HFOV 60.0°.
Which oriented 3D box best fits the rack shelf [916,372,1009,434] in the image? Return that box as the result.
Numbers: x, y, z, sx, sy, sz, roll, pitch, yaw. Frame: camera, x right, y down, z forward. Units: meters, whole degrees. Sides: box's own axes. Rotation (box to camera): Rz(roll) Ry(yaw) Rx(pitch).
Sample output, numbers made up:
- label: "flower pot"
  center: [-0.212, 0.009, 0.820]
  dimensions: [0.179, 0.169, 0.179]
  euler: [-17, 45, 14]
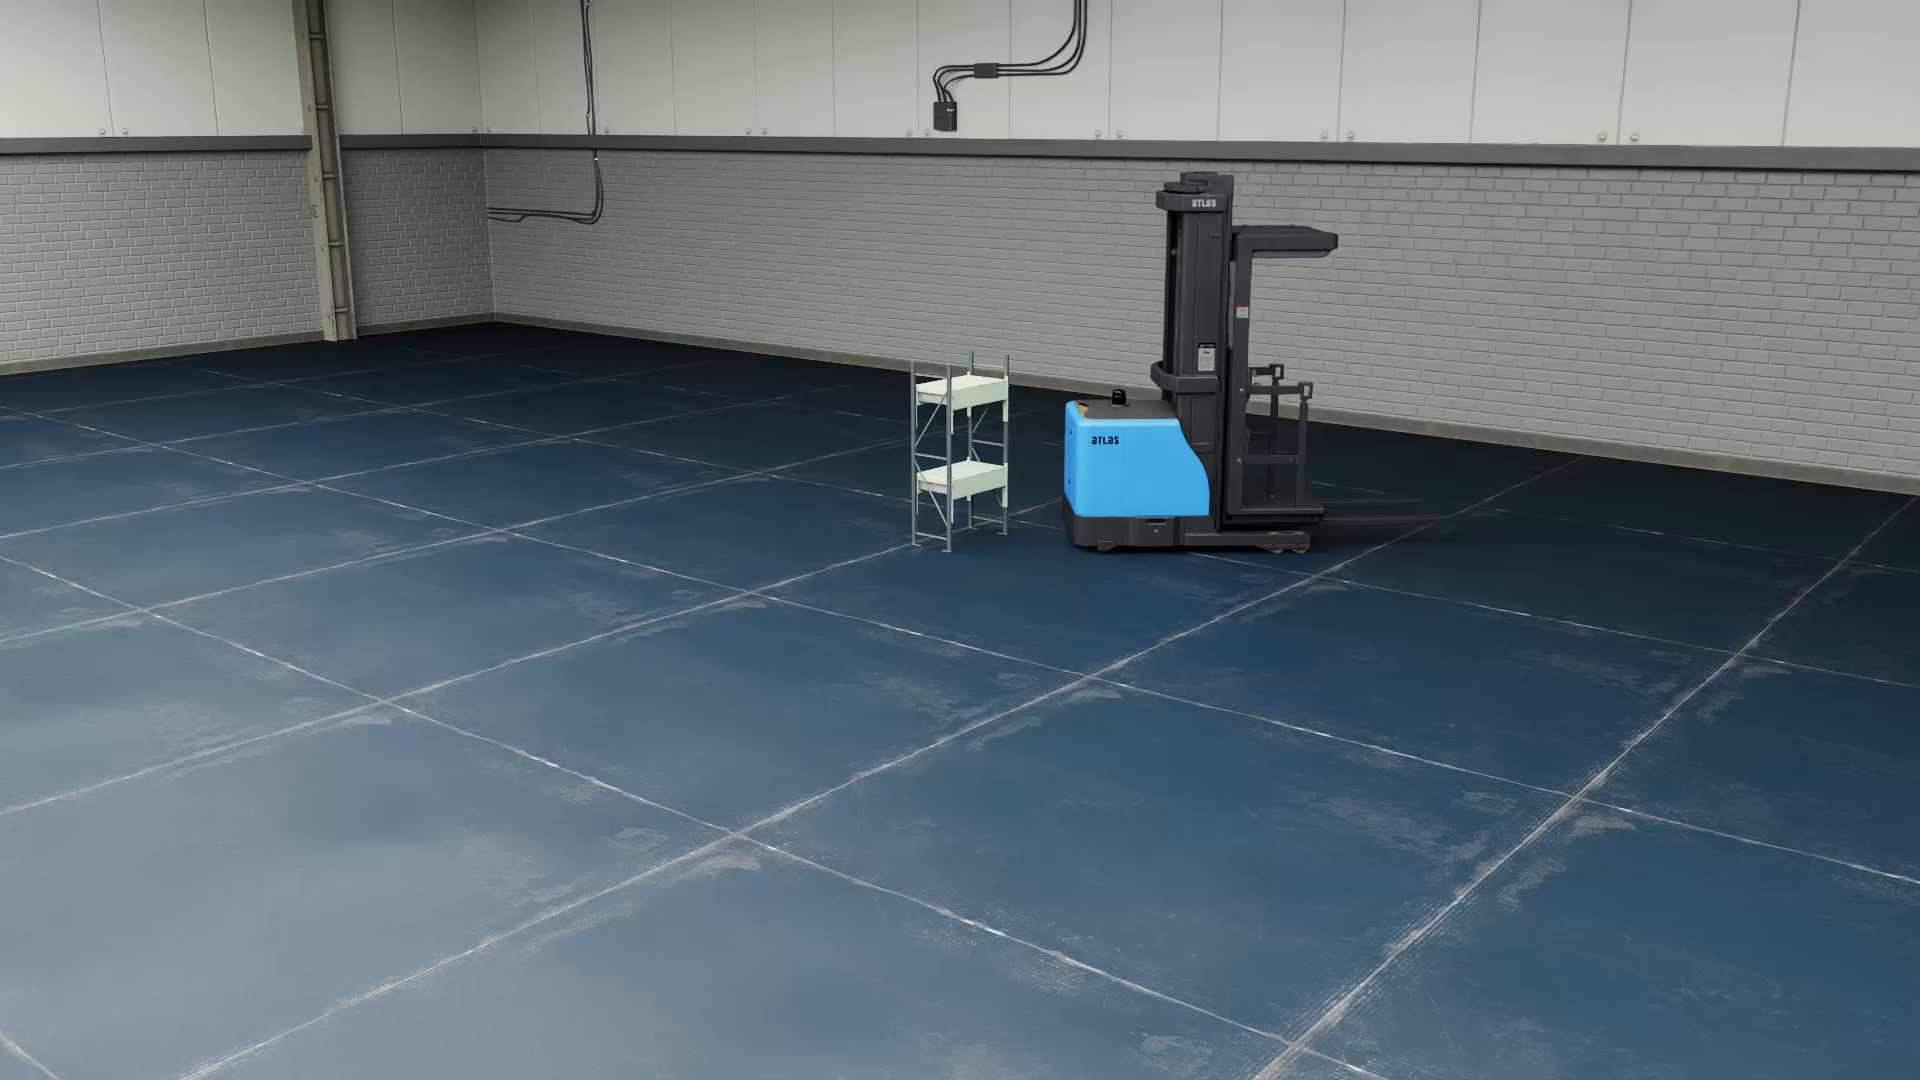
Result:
- label: "rack shelf"
  center: [0.004, -1.106, 13.347]
  dimensions: [0.431, 0.370, 0.720]
  euler: [11, 18, 38]

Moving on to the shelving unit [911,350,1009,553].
- label: "shelving unit"
  center: [0.004, -0.728, 13.443]
  dimensions: [0.431, 1.500, 0.755]
  euler: [11, 18, 38]

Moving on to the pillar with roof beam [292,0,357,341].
- label: "pillar with roof beam"
  center: [-6.329, -6.833, 22.244]
  dimensions: [9.100, 9.000, 0.400]
  euler: [11, 18, 38]

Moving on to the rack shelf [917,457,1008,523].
- label: "rack shelf"
  center: [0.004, -0.412, 13.524]
  dimensions: [0.431, 0.370, 0.720]
  euler: [11, 18, 38]

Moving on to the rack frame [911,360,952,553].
- label: "rack frame"
  center: [-0.226, -0.658, 13.167]
  dimensions: [0.400, 1.500, 0.023]
  euler: [11, 18, 38]

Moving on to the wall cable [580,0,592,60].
- label: "wall cable"
  center: [-4.693, -8.383, 24.395]
  dimensions: [3.097, 2.526, 0.112]
  euler: [11, 18, 38]

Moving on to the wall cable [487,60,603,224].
- label: "wall cable"
  center: [-6.797, -6.354, 26.664]
  dimensions: [3.097, 2.526, 0.112]
  euler: [11, 18, 38]

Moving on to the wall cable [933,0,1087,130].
- label: "wall cable"
  center: [0.577, -8.035, 20.068]
  dimensions: [2.305, 6.003, 0.169]
  euler: [11, 18, 38]

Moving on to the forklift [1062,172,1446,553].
- label: "forklift"
  center: [2.395, -1.444, 13.356]
  dimensions: [3.031, 2.935, 1.130]
  euler: [-1, 14, -2]

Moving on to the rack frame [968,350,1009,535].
- label: "rack frame"
  center: [0.234, -0.798, 13.719]
  dimensions: [0.400, 1.500, 0.023]
  euler: [11, 18, 38]
